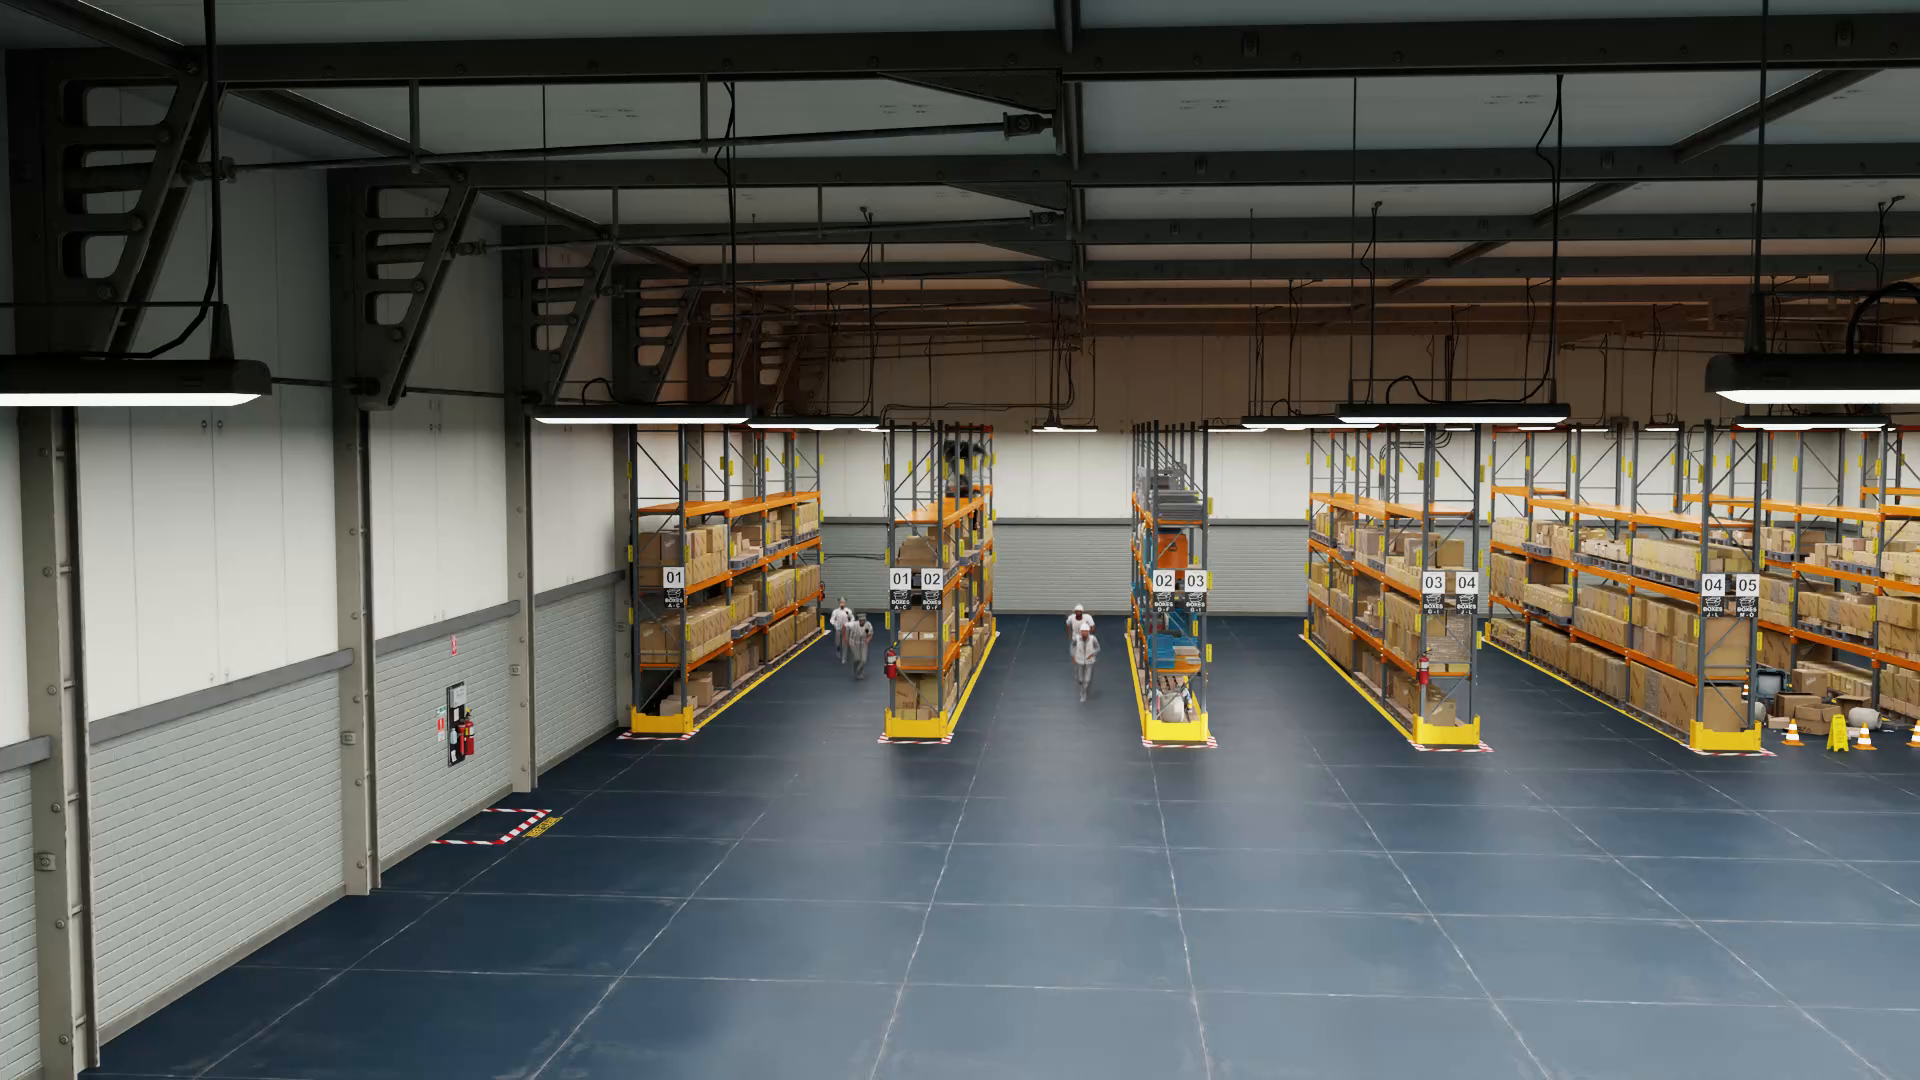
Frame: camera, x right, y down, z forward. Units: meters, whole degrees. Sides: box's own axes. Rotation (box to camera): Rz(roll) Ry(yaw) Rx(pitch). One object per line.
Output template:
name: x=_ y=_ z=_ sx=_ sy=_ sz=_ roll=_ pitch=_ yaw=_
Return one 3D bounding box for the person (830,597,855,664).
person: x=-2.940 y=2.250 z=41.765 sx=0.625 sy=1.654 sz=0.723 roll=0 pitch=4 yaw=-5

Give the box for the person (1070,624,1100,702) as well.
person: x=2.683 y=2.630 z=35.742 sx=0.650 sy=1.707 sz=0.756 roll=0 pitch=4 yaw=3

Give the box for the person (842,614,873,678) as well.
person: x=-2.381 y=2.483 z=38.835 sx=0.694 sy=1.571 sz=0.865 roll=-1 pitch=4 yaw=-17

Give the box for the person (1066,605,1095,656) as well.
person: x=2.855 y=2.378 z=39.303 sx=0.699 sy=1.744 sz=1.069 roll=1 pitch=4 yaw=8
